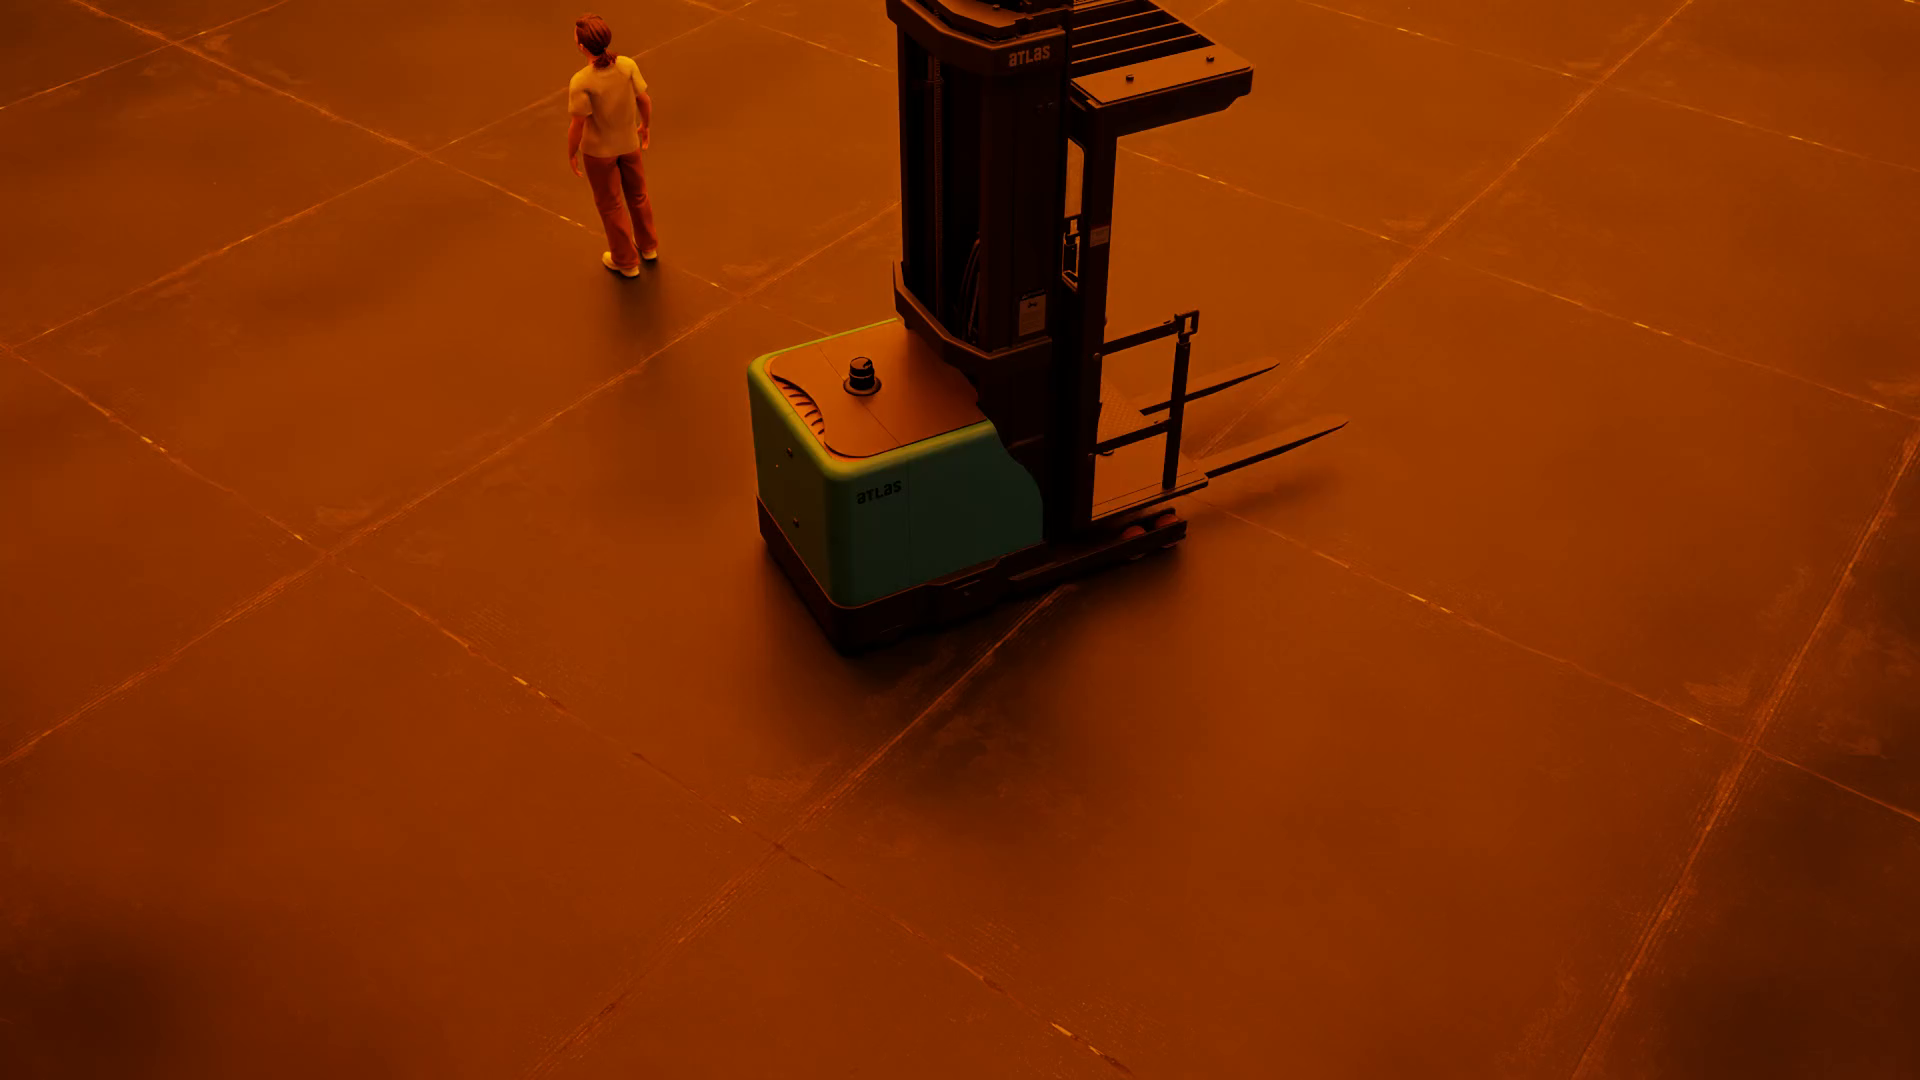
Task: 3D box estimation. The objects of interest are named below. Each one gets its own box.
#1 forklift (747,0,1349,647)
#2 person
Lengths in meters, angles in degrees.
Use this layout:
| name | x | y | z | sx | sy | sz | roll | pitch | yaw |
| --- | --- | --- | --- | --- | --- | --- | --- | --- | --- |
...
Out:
| name | x | y | z | sx | sy | sz | roll | pitch | yaw |
| --- | --- | --- | --- | --- | --- | --- | --- | --- | --- |
| forklift | 0.550 | -1.304 | 7.603 | 3.031 | 2.935 | 1.130 | -19 | 44 | -21 |
| person | -2.073 | -2.321 | 9.754 | 0.554 | 1.673 | 0.548 | -26 | 47 | -28 |
